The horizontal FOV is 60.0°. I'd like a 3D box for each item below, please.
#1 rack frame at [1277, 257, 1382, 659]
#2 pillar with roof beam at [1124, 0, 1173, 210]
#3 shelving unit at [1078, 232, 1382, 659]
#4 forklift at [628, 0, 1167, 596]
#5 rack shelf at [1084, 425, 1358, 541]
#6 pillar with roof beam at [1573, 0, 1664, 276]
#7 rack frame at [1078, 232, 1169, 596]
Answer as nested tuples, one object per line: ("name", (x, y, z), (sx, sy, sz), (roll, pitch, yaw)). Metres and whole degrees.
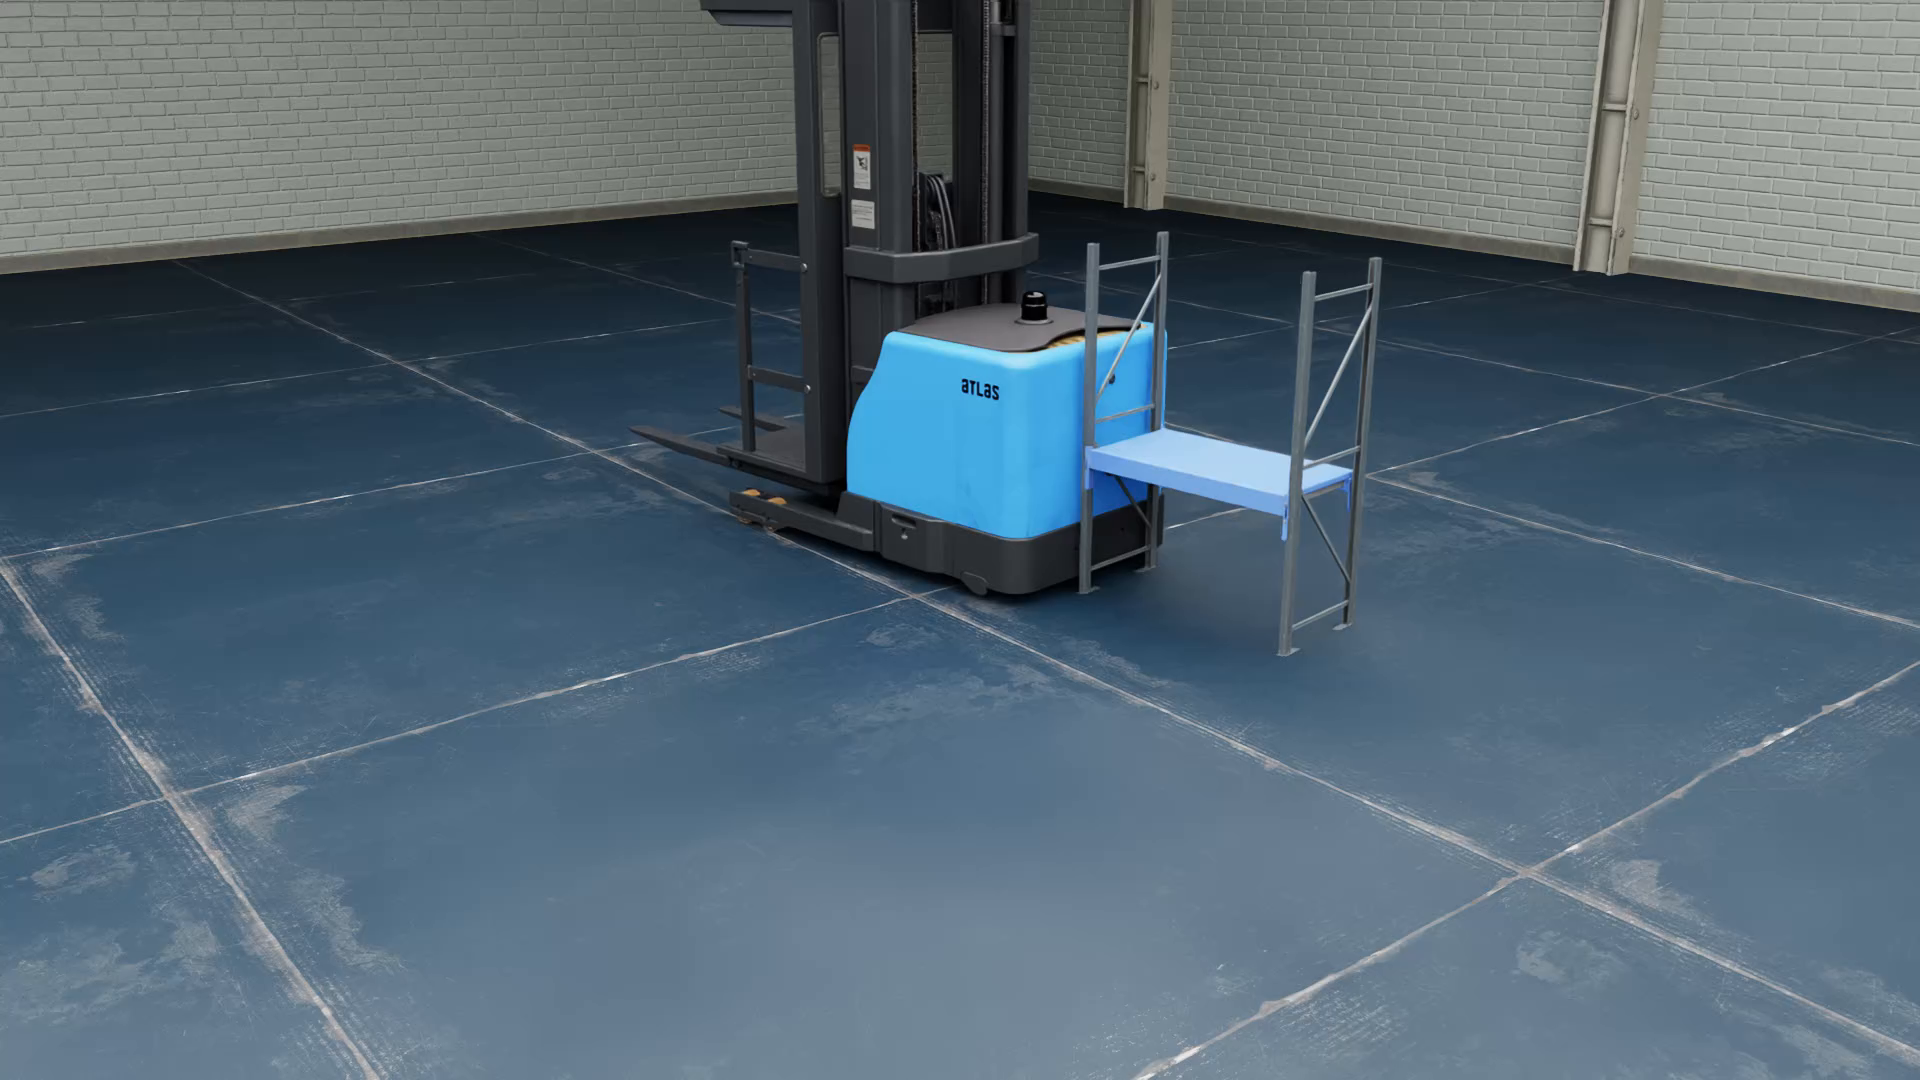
("rack frame", (1.425, -0.310, 6.412), (0.032, 1.500, 0.500), (17, 25, 41))
("pillar with roof beam", (-1.179, -7.394, 15.876), (9.100, 9.000, 0.400), (-14, 23, -36))
("shelving unit", (1.060, -0.421, 6.748), (1.048, 1.500, 0.538), (17, 25, 41))
("forklift", (-0.479, -1.531, 7.824), (3.031, 2.935, 1.130), (17, 25, 41))
("rack shelf", (1.060, -0.250, 6.805), (1.000, 0.185, 0.538), (17, 25, 41))
("pillar with roof beam", (2.546, -5.915, 11.411), (9.100, 9.000, 0.400), (-14, 23, -36))
("rack frame", (0.696, -0.533, 7.085), (0.032, 1.500, 0.500), (17, 25, 41))
